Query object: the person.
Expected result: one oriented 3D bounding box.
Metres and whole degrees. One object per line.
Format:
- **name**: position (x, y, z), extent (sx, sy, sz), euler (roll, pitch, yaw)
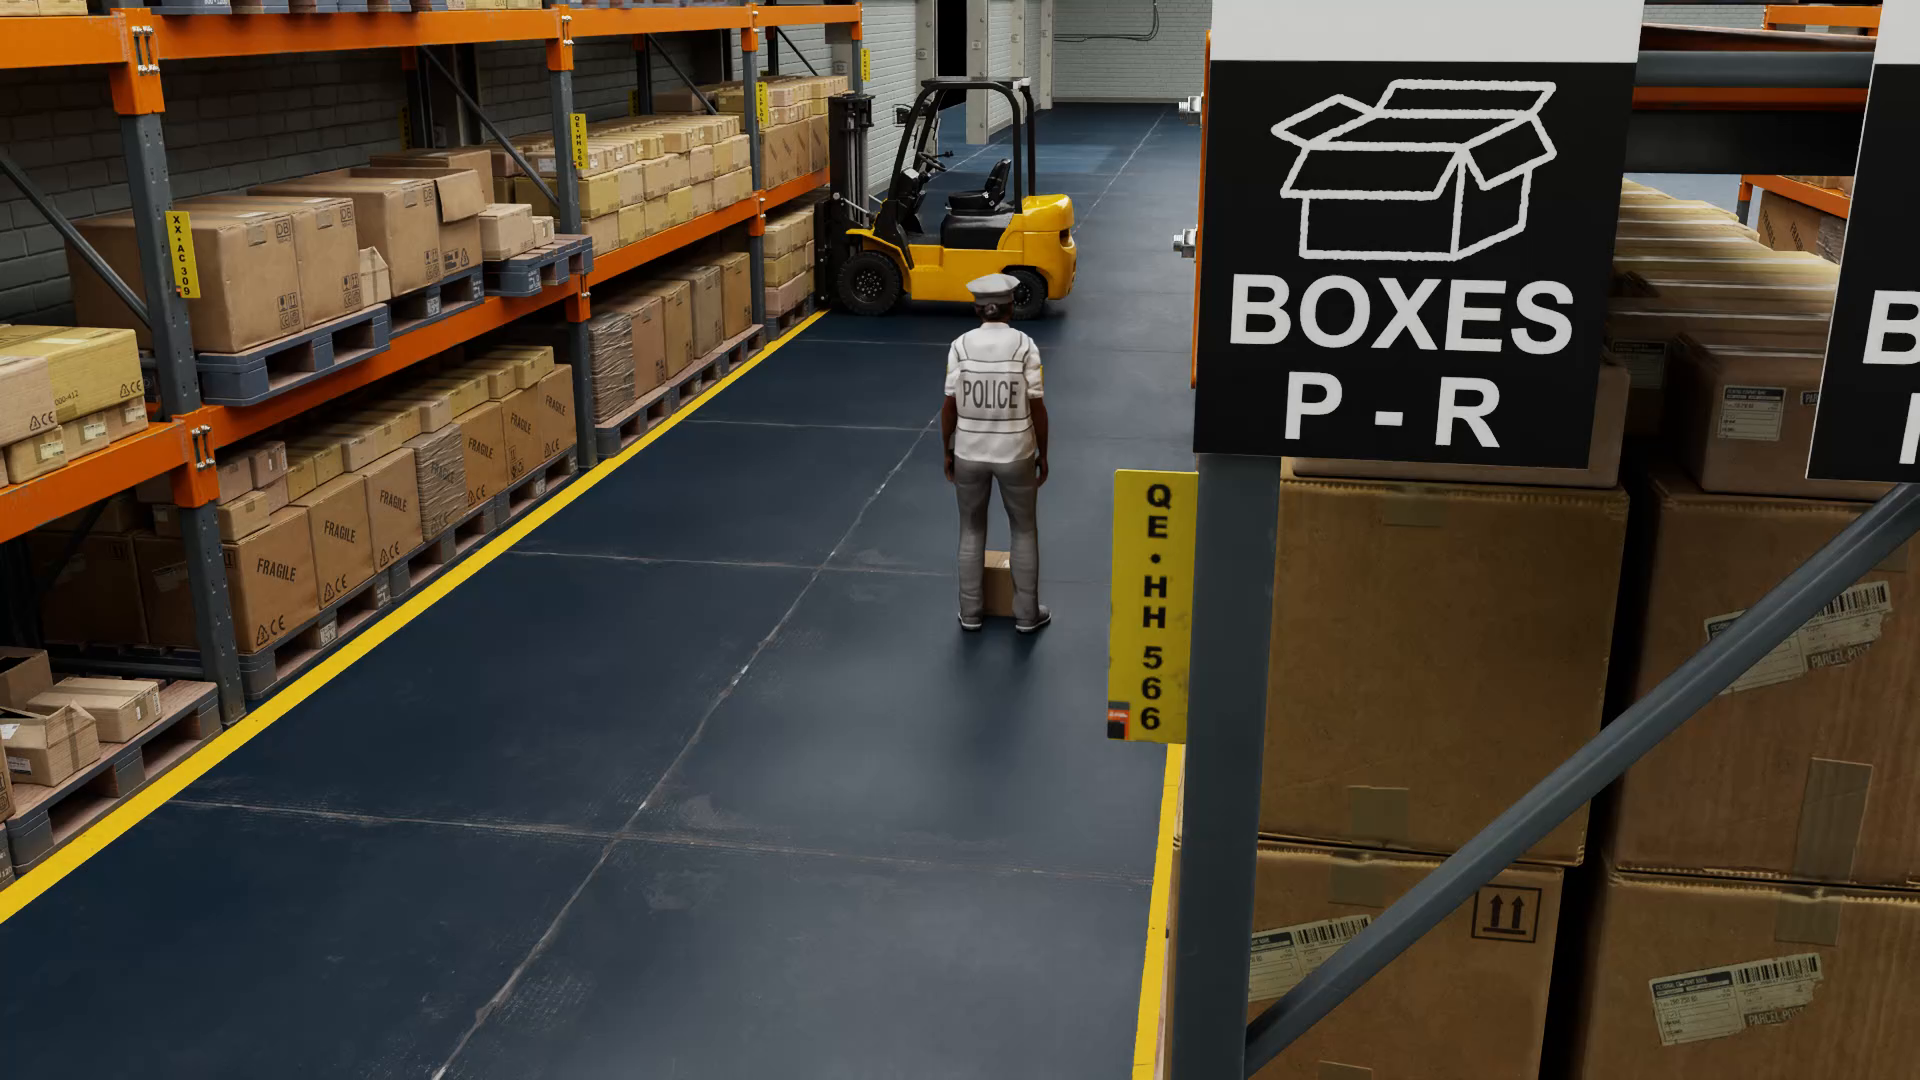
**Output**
- **person**: position (0.174, -0.384, 7.735), extent (0.507, 1.660, 0.393), euler (3, 18, 9)
